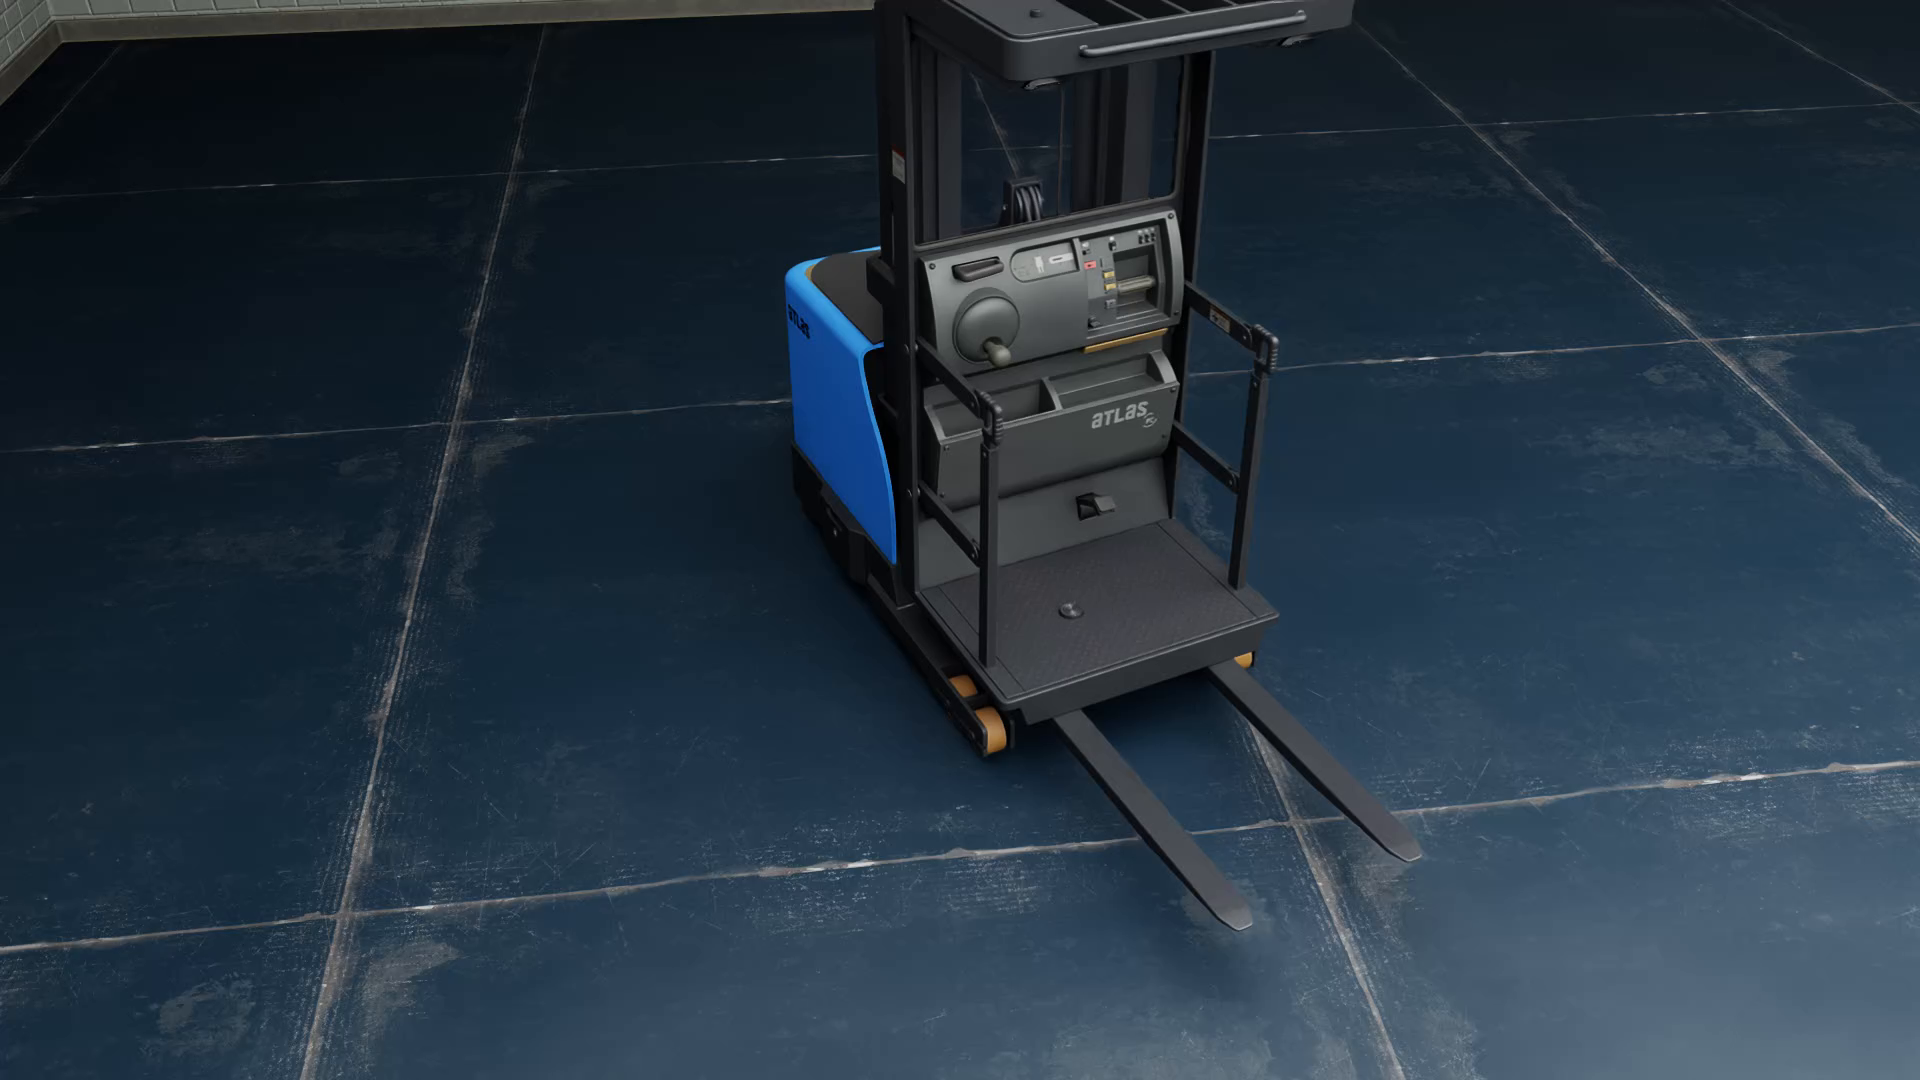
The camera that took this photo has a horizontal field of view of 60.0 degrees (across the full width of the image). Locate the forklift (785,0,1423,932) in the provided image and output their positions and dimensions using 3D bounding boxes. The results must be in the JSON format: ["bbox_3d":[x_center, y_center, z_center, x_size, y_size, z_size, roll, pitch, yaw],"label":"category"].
[{"bbox_3d":[0.414,-0.763,5.267,1.130,2.935,3.031,-16,37,-22],"label":"forklift"}]
